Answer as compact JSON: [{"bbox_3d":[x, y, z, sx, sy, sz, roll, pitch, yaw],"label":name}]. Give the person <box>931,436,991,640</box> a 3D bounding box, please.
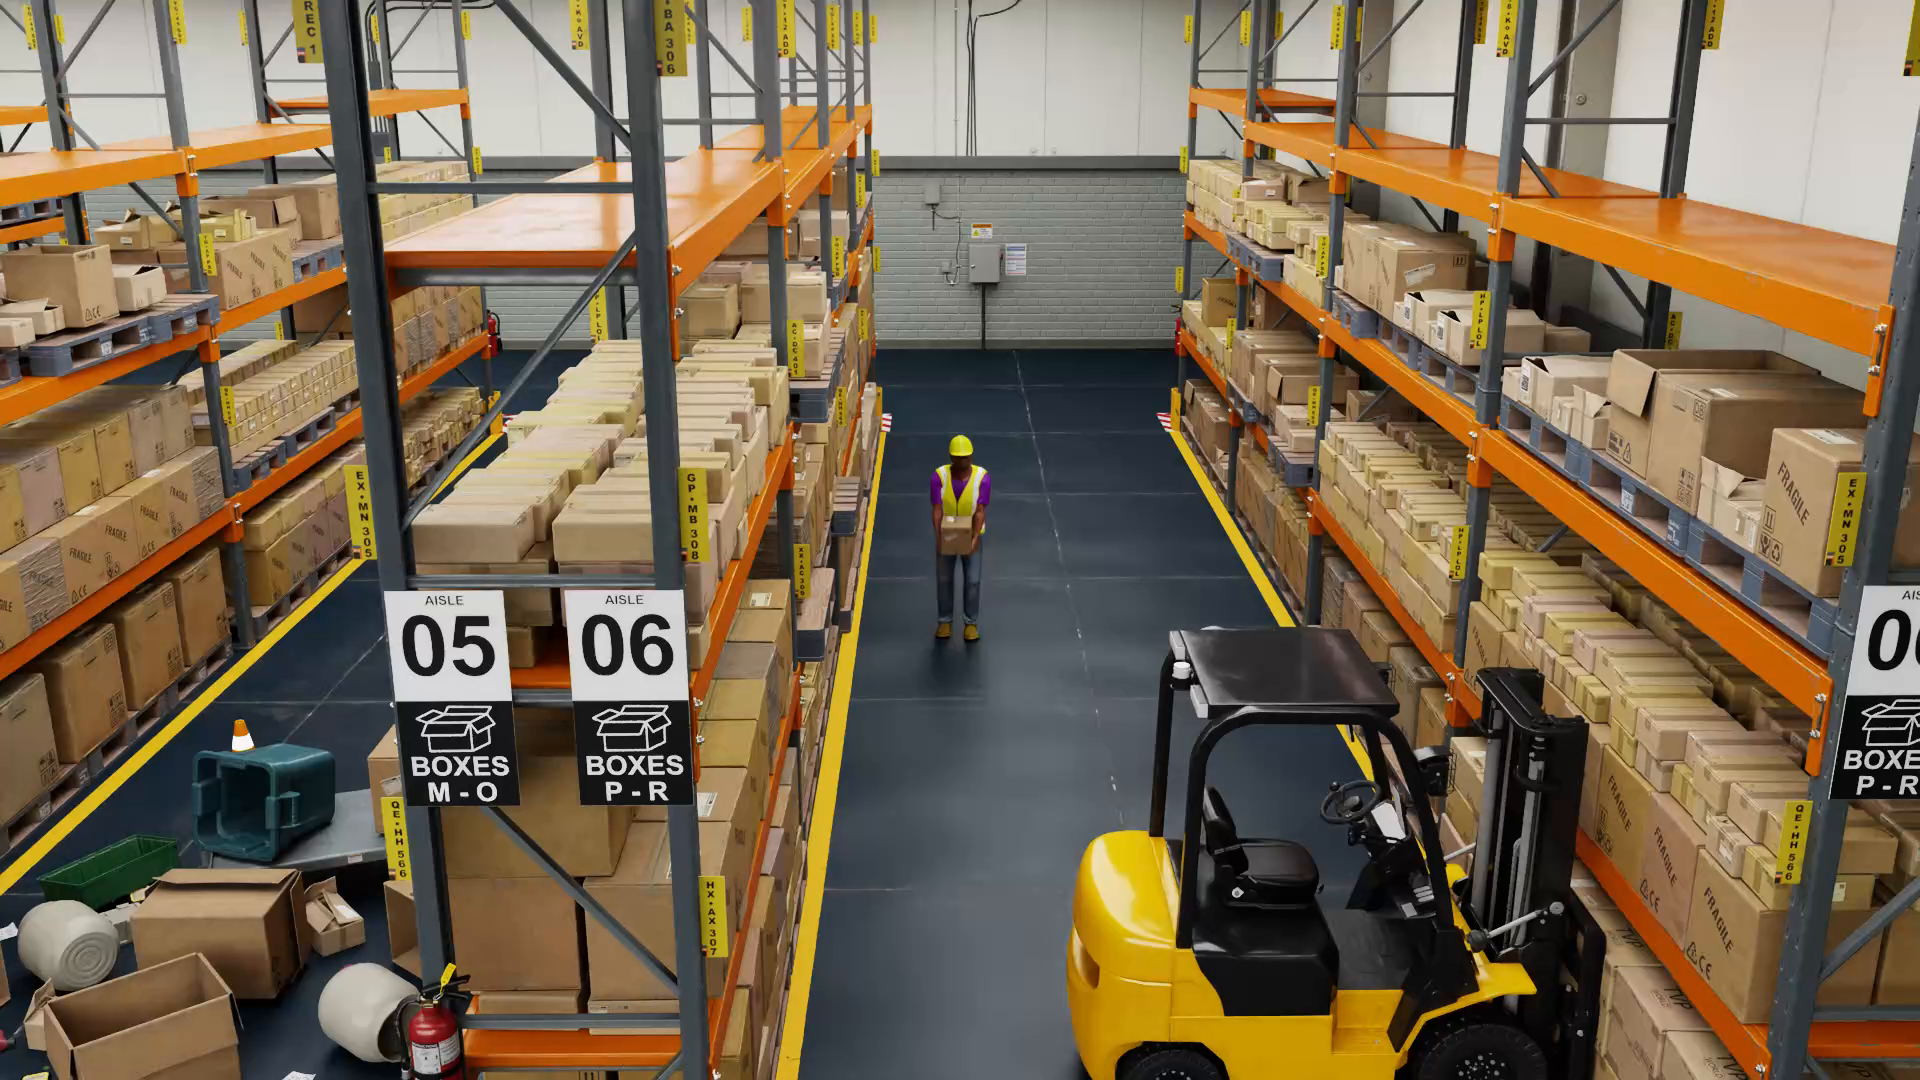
[{"bbox_3d":[0.001,-0.012,14.058,0.505,1.756,0.577,1,17,4],"label":"person"}]
